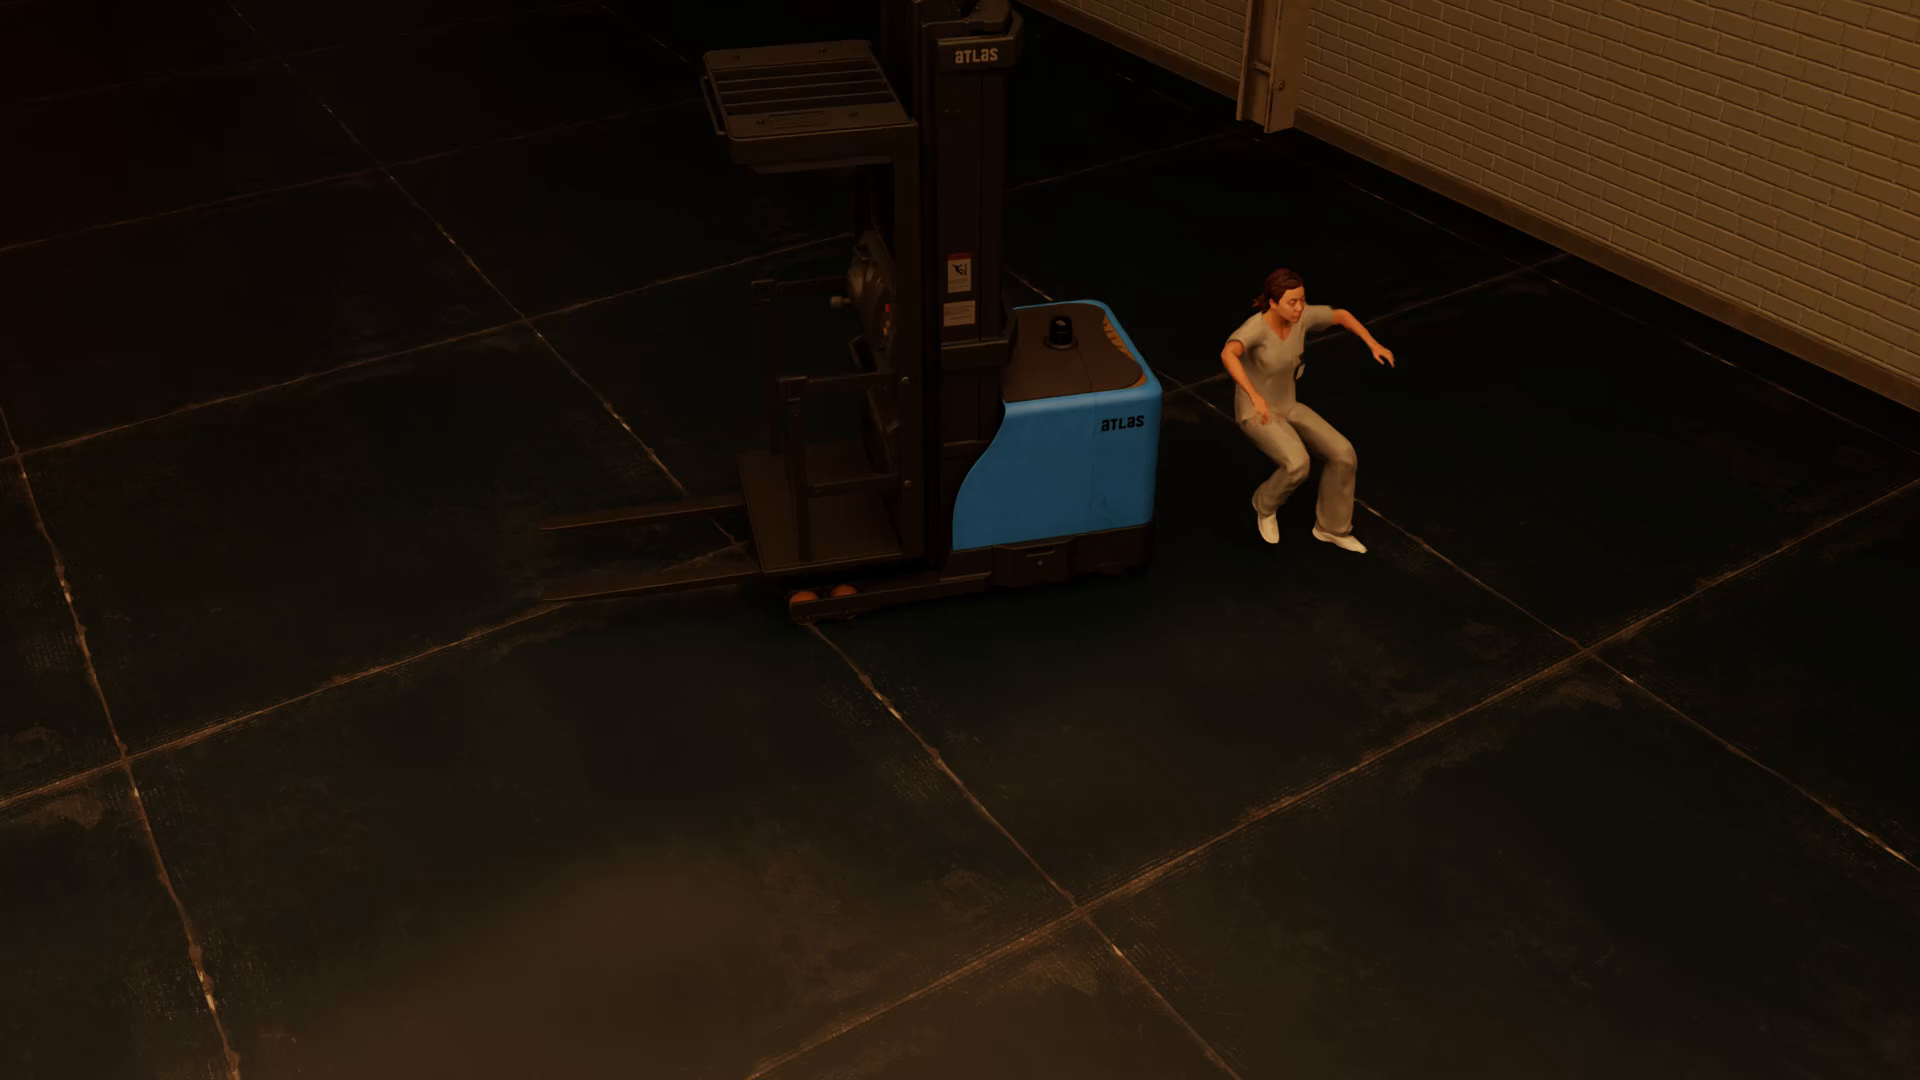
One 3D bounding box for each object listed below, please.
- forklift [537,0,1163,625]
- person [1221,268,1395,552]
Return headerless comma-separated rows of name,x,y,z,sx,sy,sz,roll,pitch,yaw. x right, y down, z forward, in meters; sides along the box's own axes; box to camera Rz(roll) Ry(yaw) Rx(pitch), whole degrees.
forklift,-0.594,-1.118,7.739,3.031,2.935,1.130,-8,36,-11
person,1.705,-0.607,8.347,0.915,1.479,0.756,-23,41,-29
